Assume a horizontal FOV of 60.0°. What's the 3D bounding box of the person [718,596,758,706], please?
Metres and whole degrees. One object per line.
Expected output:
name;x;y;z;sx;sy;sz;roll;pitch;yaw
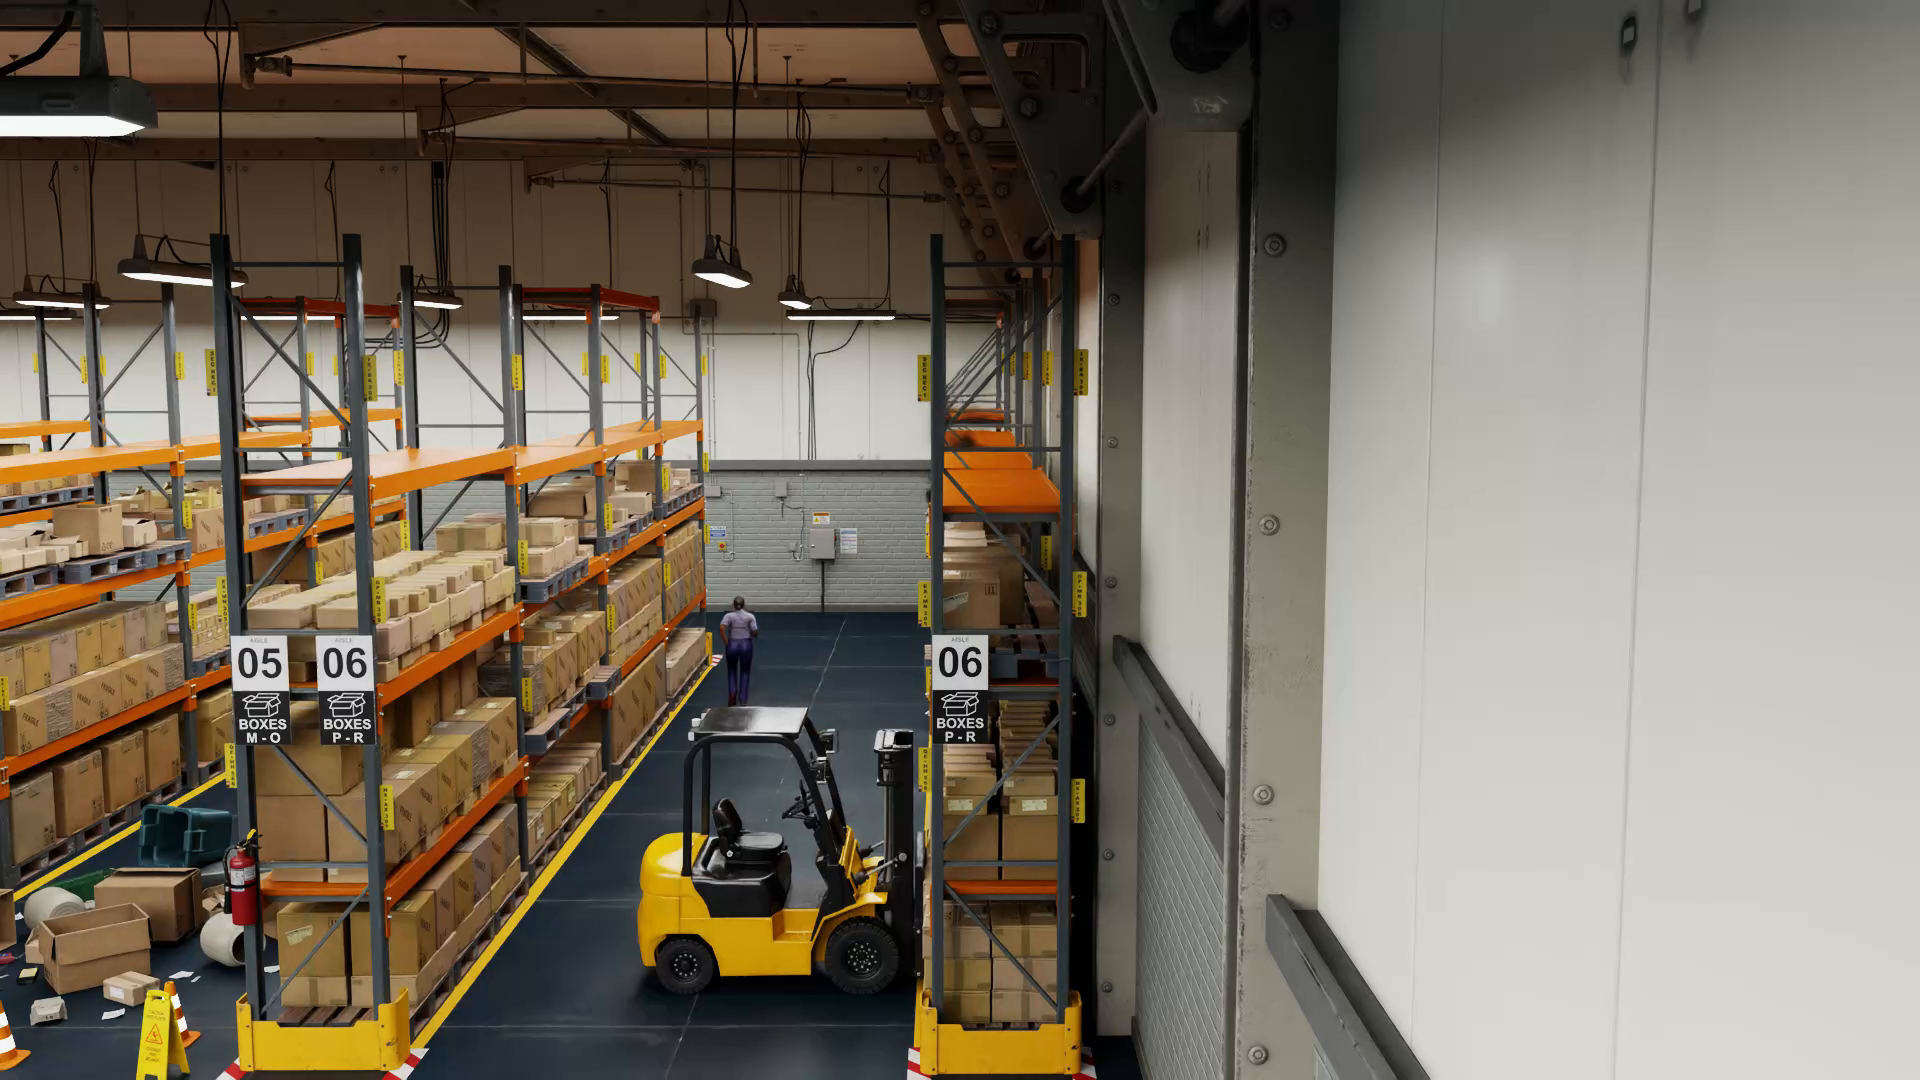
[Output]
person;-3.256;1.662;24.555;0.561;1.688;0.733;0;6;-2
